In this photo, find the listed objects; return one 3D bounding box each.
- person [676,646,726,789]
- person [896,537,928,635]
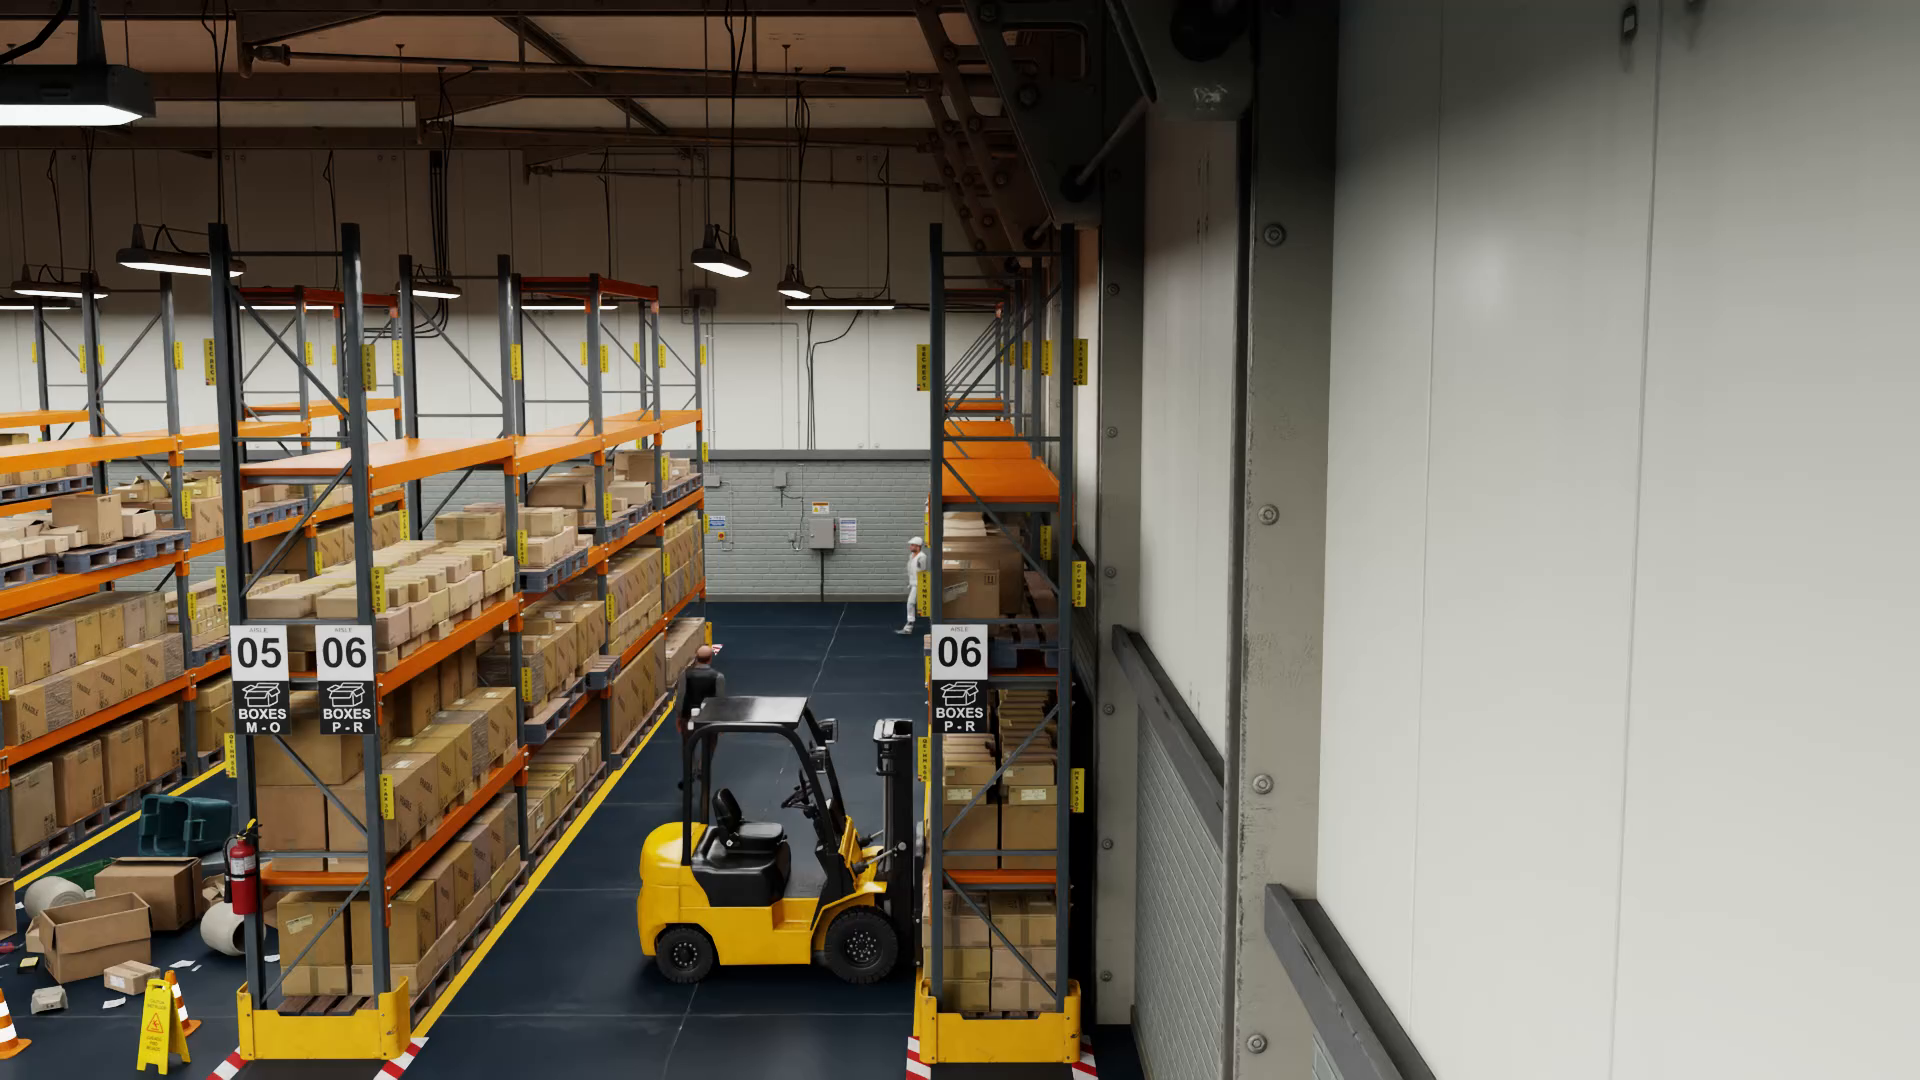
[{"bbox_3d":[-2.916,1.998,18.780,0.565,1.632,0.575,0,7,2],"label":"person"},{"bbox_3d":[-0.716,0.811,29.885,0.940,1.769,0.577,-2,7,-20],"label":"person"}]
